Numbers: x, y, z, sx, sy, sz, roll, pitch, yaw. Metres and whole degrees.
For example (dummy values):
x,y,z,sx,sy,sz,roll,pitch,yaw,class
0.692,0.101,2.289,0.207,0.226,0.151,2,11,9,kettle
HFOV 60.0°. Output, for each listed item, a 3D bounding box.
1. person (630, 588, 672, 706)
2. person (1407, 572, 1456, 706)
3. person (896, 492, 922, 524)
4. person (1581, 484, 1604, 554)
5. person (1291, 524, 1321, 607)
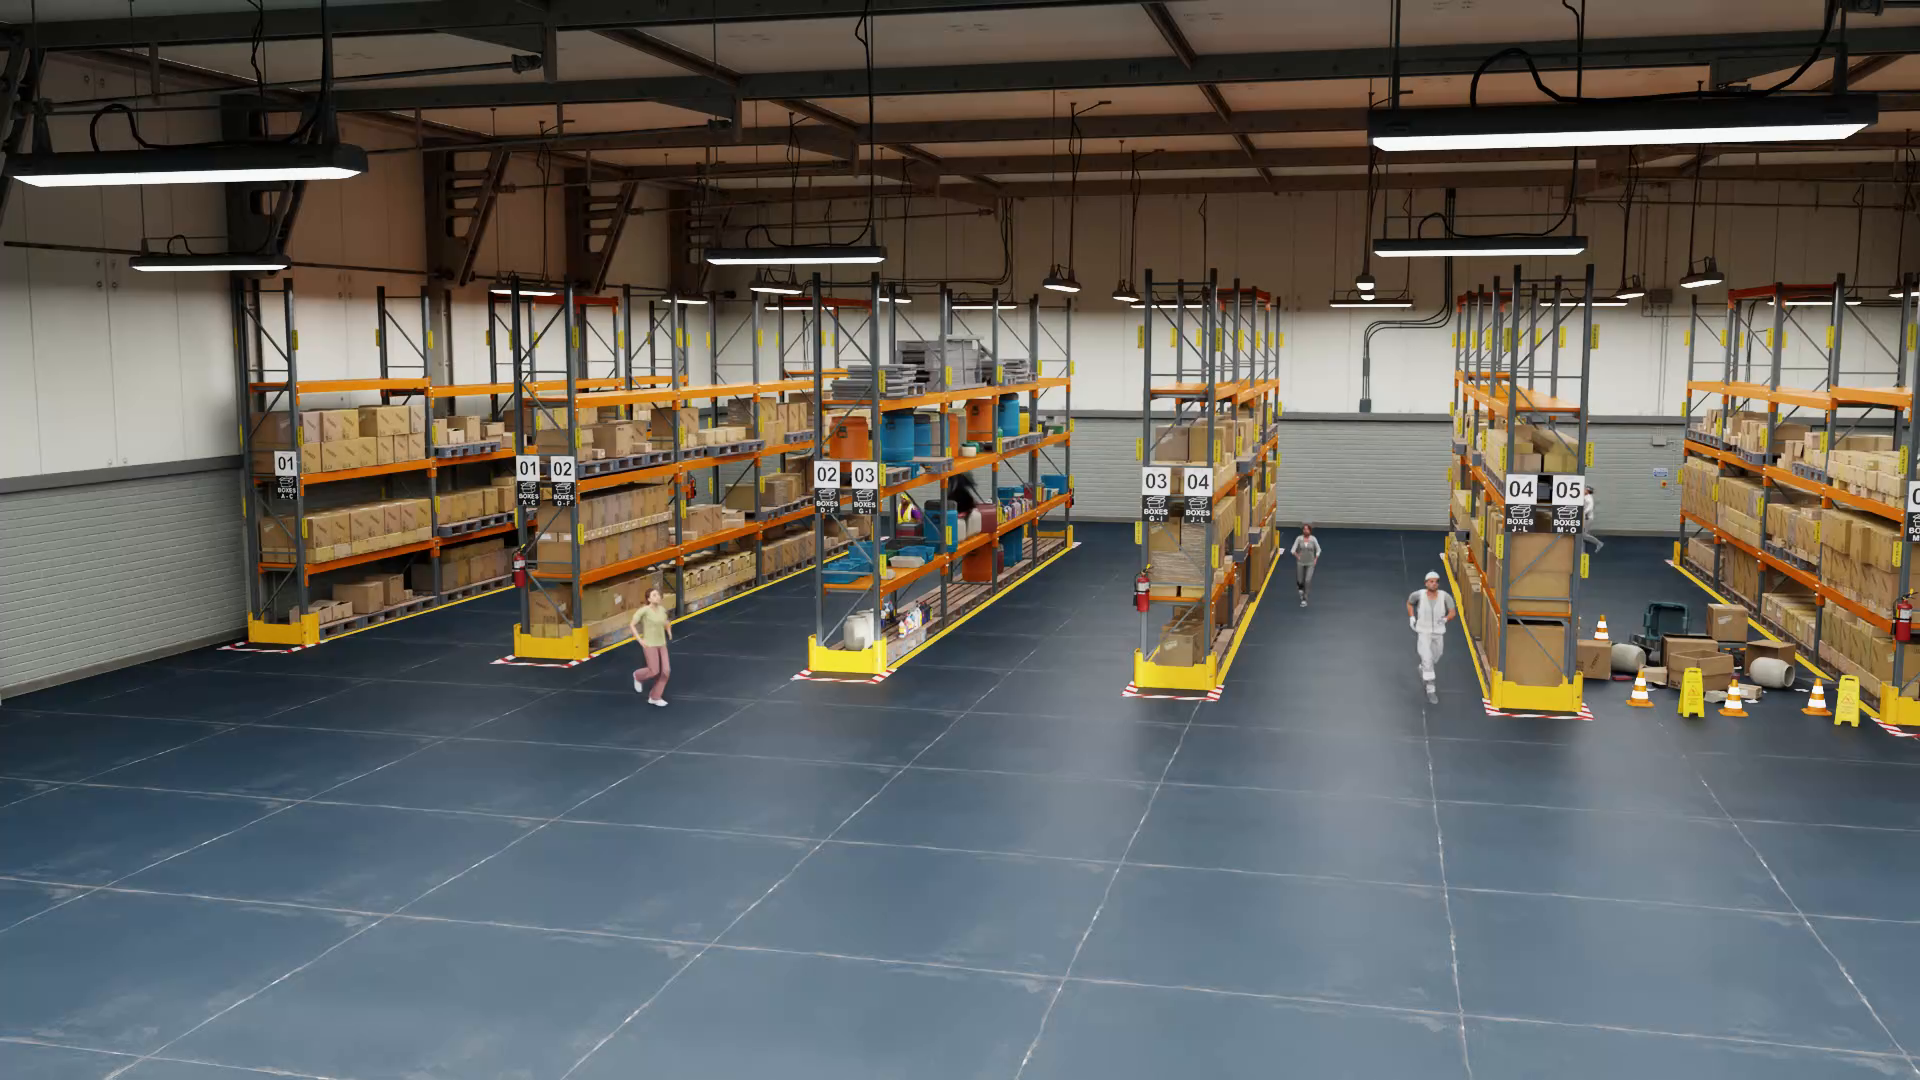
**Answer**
x,y,z,sx,sy,sz,roll,pitch,yaw,class
-4.251,1.461,22.955,0.563,1.626,0.616,7,9,44,person
6.626,1.331,23.367,0.613,1.810,1.143,0,7,-1,person
-1.106,-0.127,34.403,0.664,1.756,0.712,2,7,19,person
14.689,-0.478,38.837,0.675,1.682,0.640,2,7,17,person
6.542,0.468,31.462,0.551,1.559,0.610,2,7,12,person
